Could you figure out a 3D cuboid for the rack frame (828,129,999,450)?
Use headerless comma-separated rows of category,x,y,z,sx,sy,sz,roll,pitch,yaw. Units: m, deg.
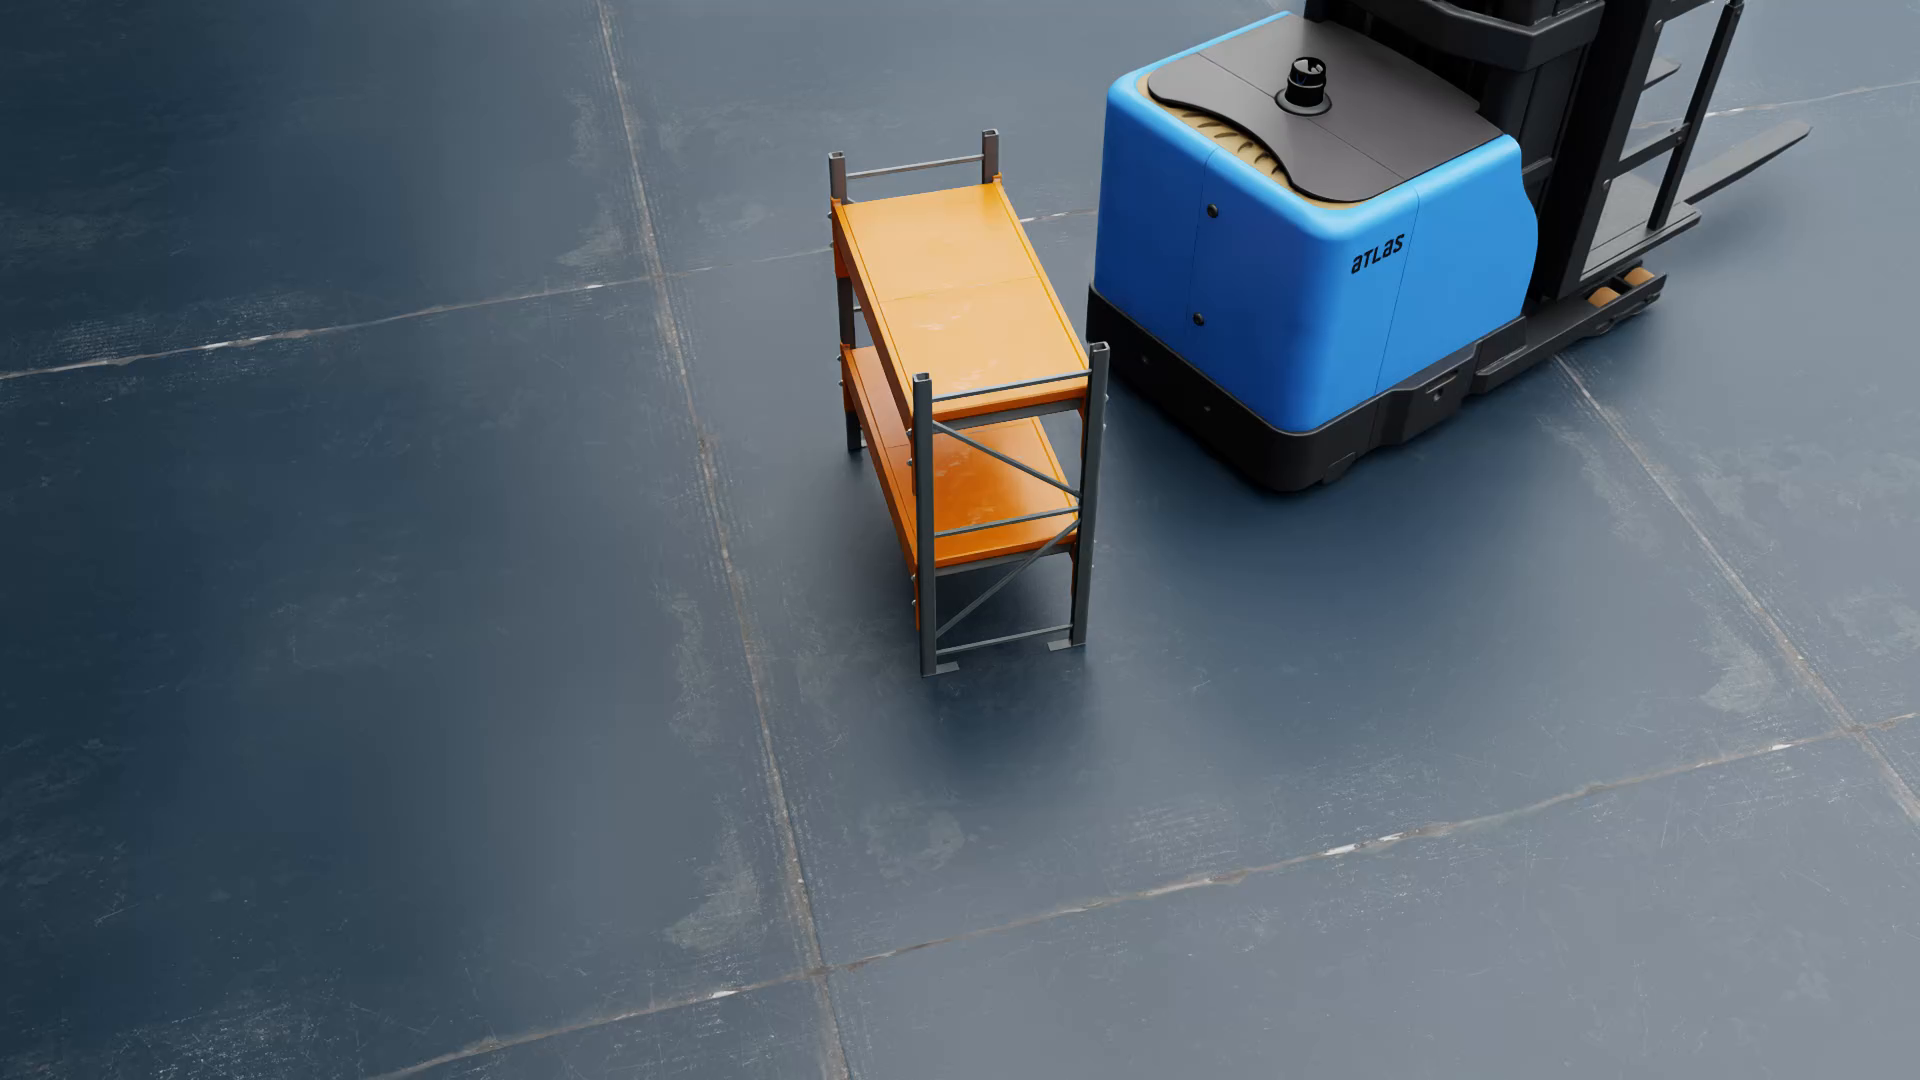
rack frame,-0.132,-0.749,5.197,0.500,1.125,0.032,-11,47,-10

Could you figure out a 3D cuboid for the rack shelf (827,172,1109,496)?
rack shelf,-0.002,-0.603,4.644,0.538,0.278,1.000,-11,47,-10

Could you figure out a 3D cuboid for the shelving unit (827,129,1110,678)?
shelving unit,-0.002,-0.398,4.853,0.538,1.125,1.048,-11,47,-10

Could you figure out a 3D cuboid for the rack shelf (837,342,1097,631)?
rack shelf,-0.002,-0.227,5.027,0.538,0.278,1.000,-11,47,-10

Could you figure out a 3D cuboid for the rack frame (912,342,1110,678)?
rack frame,0.128,-0.047,4.509,0.500,1.125,0.032,-11,47,-10

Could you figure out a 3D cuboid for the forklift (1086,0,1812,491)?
forklift,1.929,-2.042,5.199,3.031,2.935,1.130,-28,52,-25
